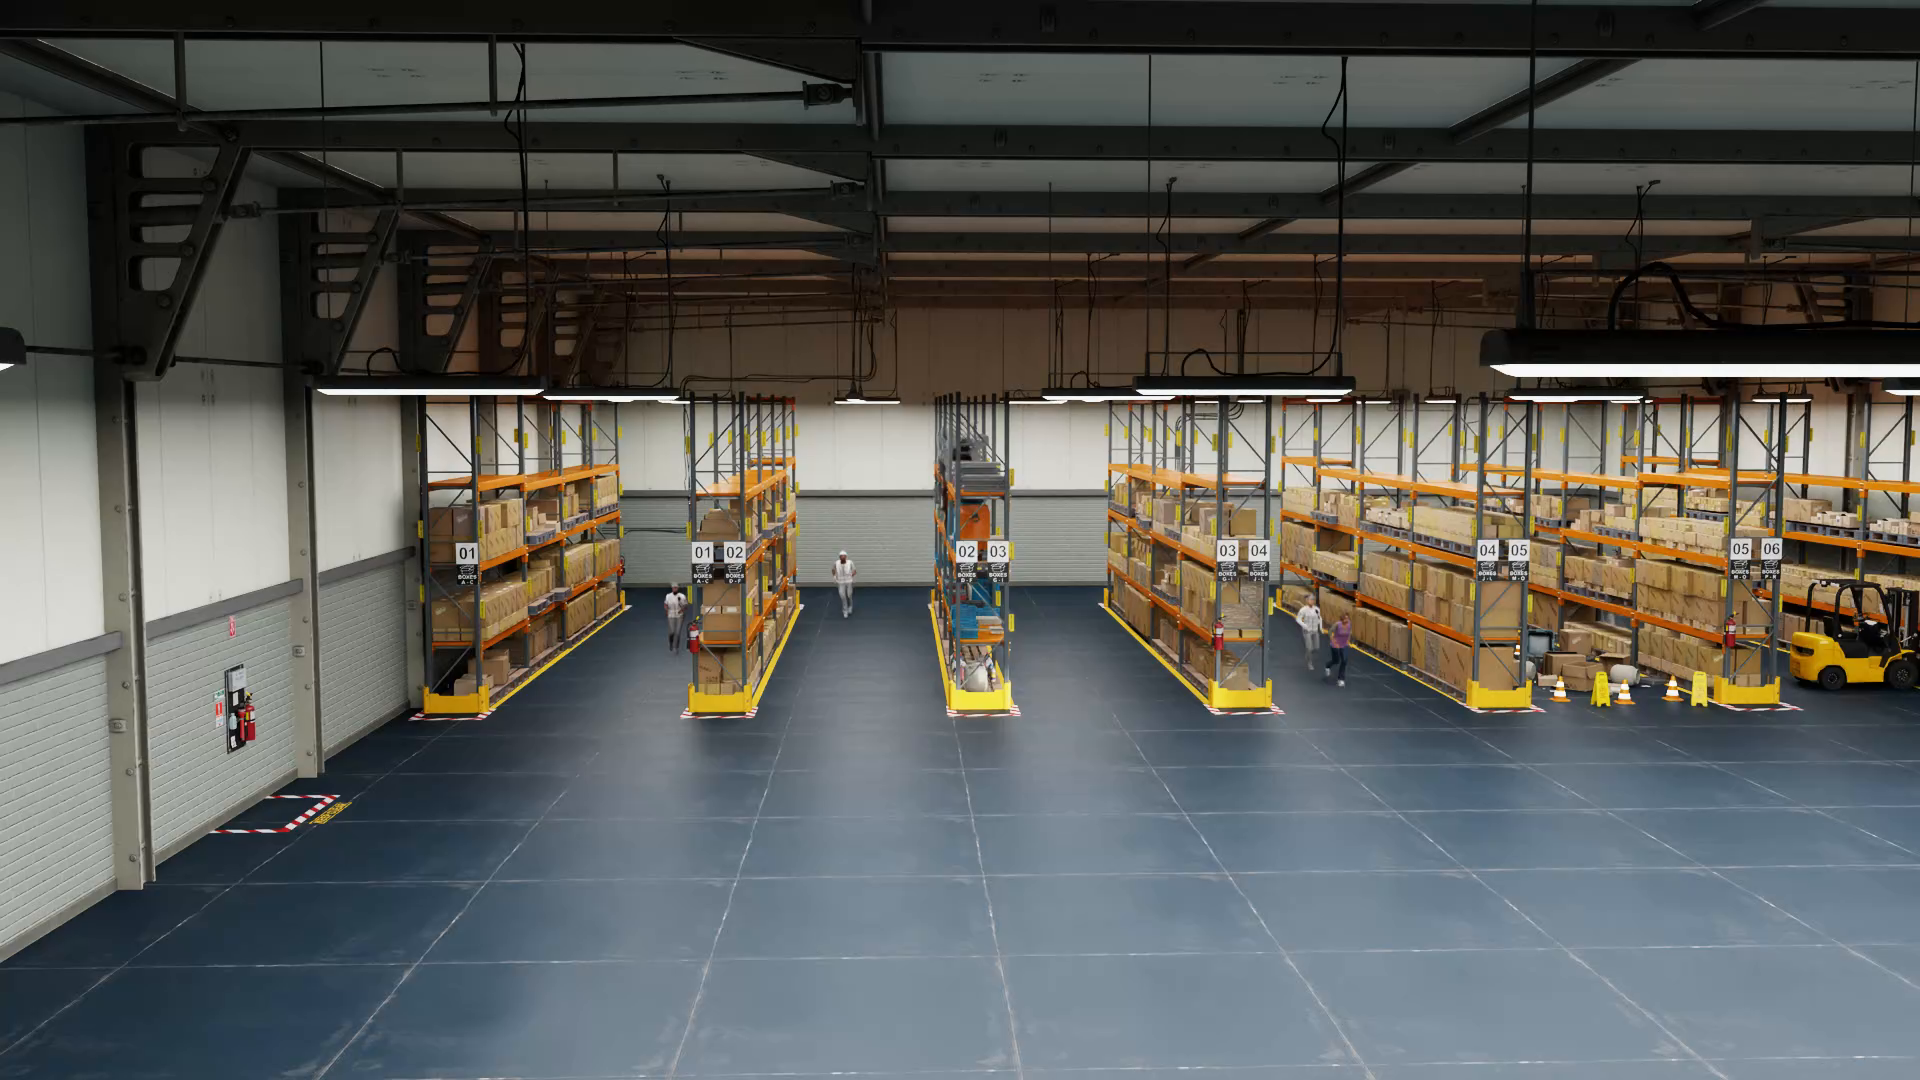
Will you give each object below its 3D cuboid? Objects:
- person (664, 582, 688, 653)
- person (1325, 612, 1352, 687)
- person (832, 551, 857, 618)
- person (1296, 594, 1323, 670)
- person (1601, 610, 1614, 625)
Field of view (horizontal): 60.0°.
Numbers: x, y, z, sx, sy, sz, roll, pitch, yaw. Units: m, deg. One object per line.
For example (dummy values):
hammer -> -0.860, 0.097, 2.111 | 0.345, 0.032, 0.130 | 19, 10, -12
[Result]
person -> -6.595, 1.798, 38.590 | 0.561, 1.667, 0.567 | 0, 5, -6
person -> 7.797, 2.233, 34.391 | 0.559, 1.534, 0.895 | -2, 5, -18
person -> -3.161, 1.192, 45.448 | 0.686, 1.796, 0.885 | 0, 5, -4
person -> 7.666, 1.993, 36.409 | 0.616, 1.659, 0.554 | -1, 5, -9
person -> 16.421, 1.528, 42.256 | 0.593, 1.642, 0.893 | 0, 5, 3
